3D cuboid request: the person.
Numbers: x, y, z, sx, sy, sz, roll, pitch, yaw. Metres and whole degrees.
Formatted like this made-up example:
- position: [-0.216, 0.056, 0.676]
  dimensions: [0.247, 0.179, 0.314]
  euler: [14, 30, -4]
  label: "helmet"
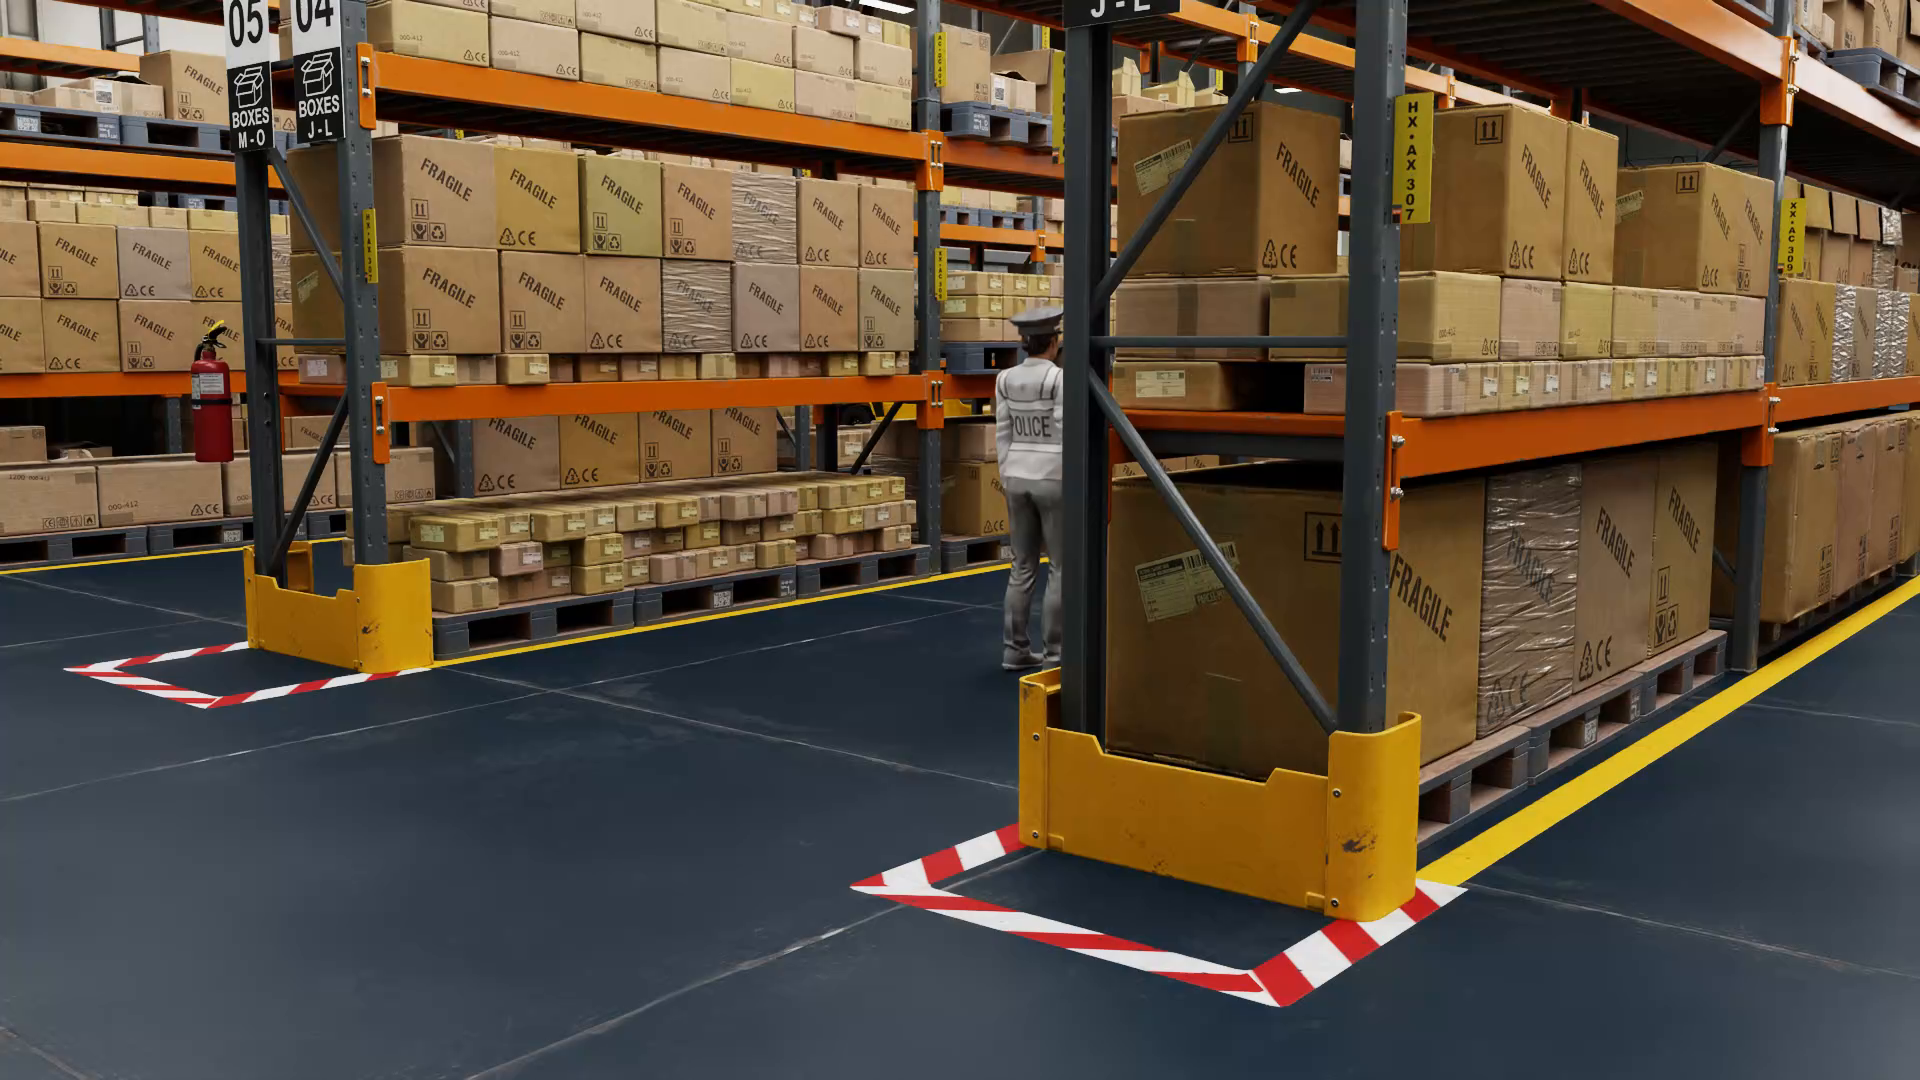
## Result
- position: [0.374, -0.225, 7.595]
  dimensions: [0.466, 1.675, 0.334]
  euler: [6, 9, 40]
  label: "person"
